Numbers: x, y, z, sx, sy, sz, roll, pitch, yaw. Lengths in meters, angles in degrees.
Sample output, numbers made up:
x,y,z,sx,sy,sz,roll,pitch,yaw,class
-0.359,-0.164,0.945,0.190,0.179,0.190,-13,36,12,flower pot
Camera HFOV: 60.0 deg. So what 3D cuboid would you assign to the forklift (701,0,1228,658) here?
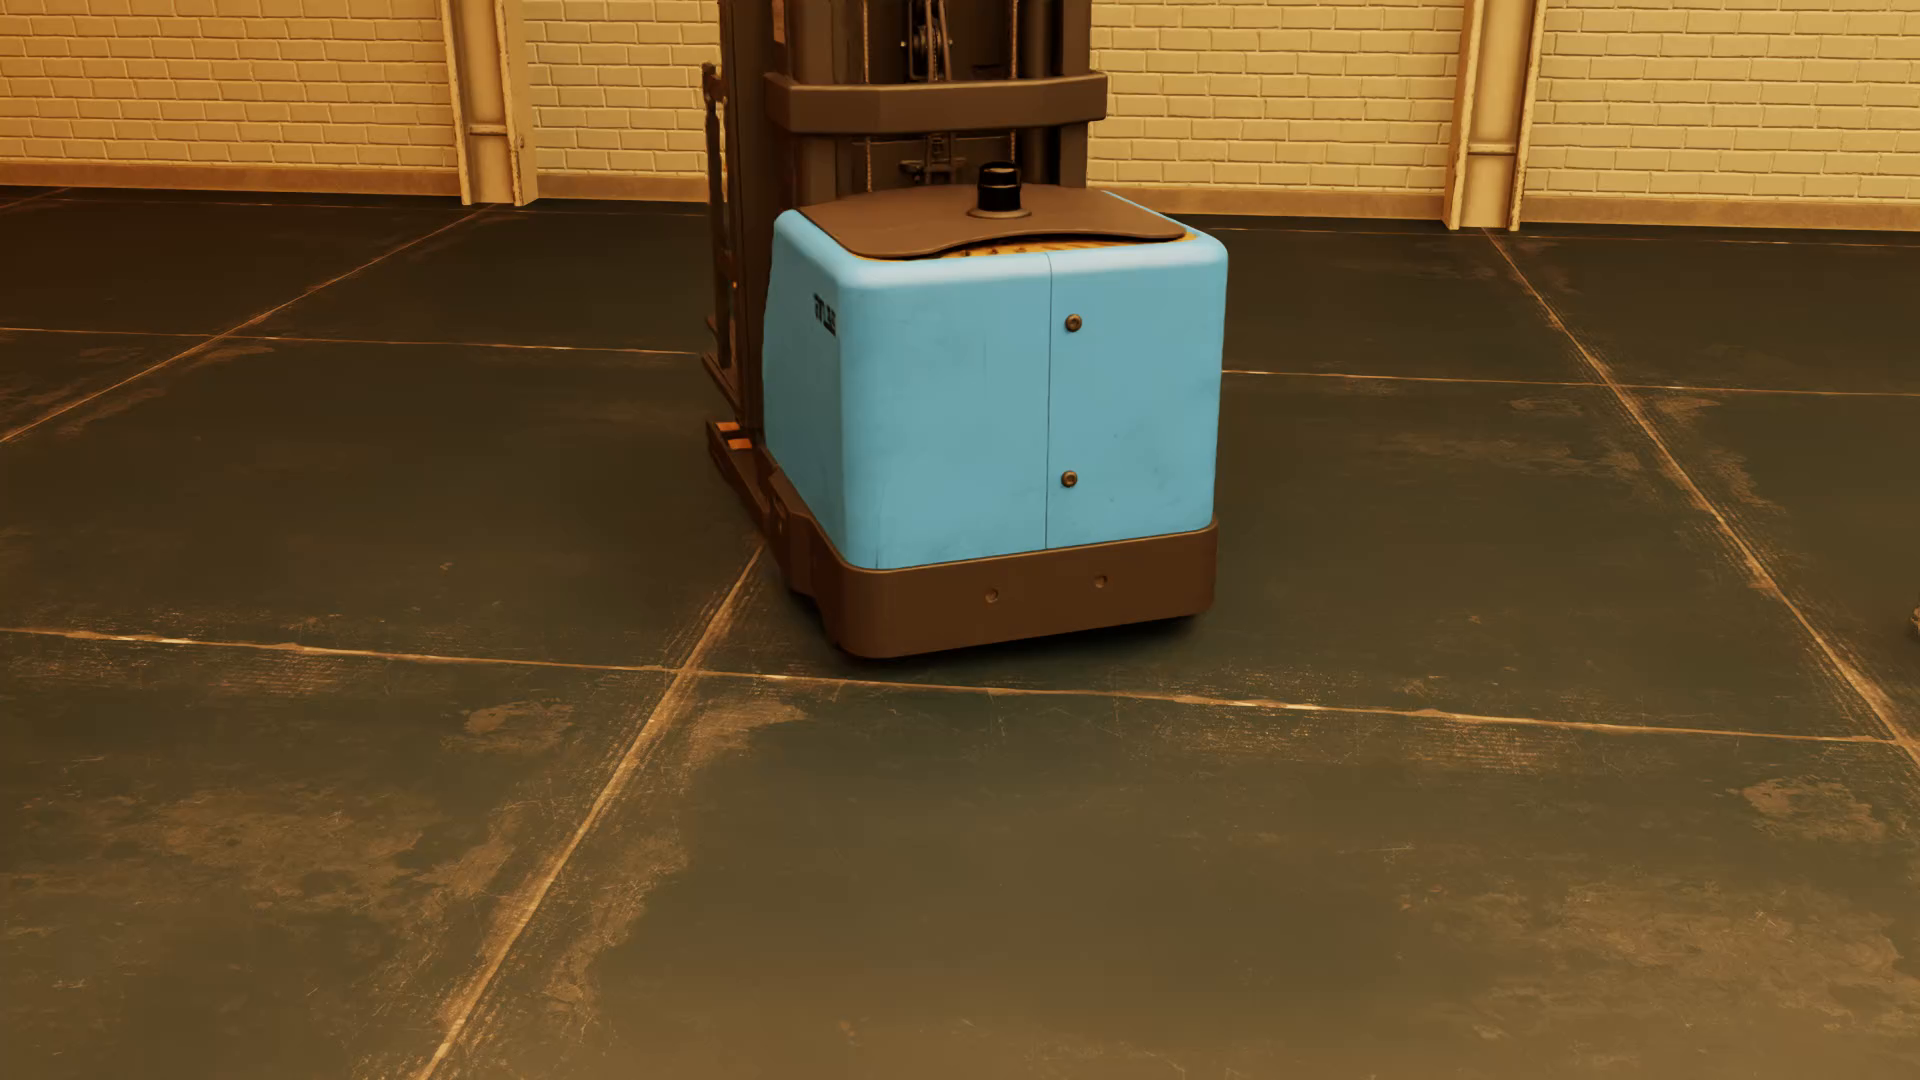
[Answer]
x,y,z,sx,sy,sz,roll,pitch,yaw,class
-0.248,-1.578,5.173,1.130,2.935,3.031,-7,23,-17,forklift
